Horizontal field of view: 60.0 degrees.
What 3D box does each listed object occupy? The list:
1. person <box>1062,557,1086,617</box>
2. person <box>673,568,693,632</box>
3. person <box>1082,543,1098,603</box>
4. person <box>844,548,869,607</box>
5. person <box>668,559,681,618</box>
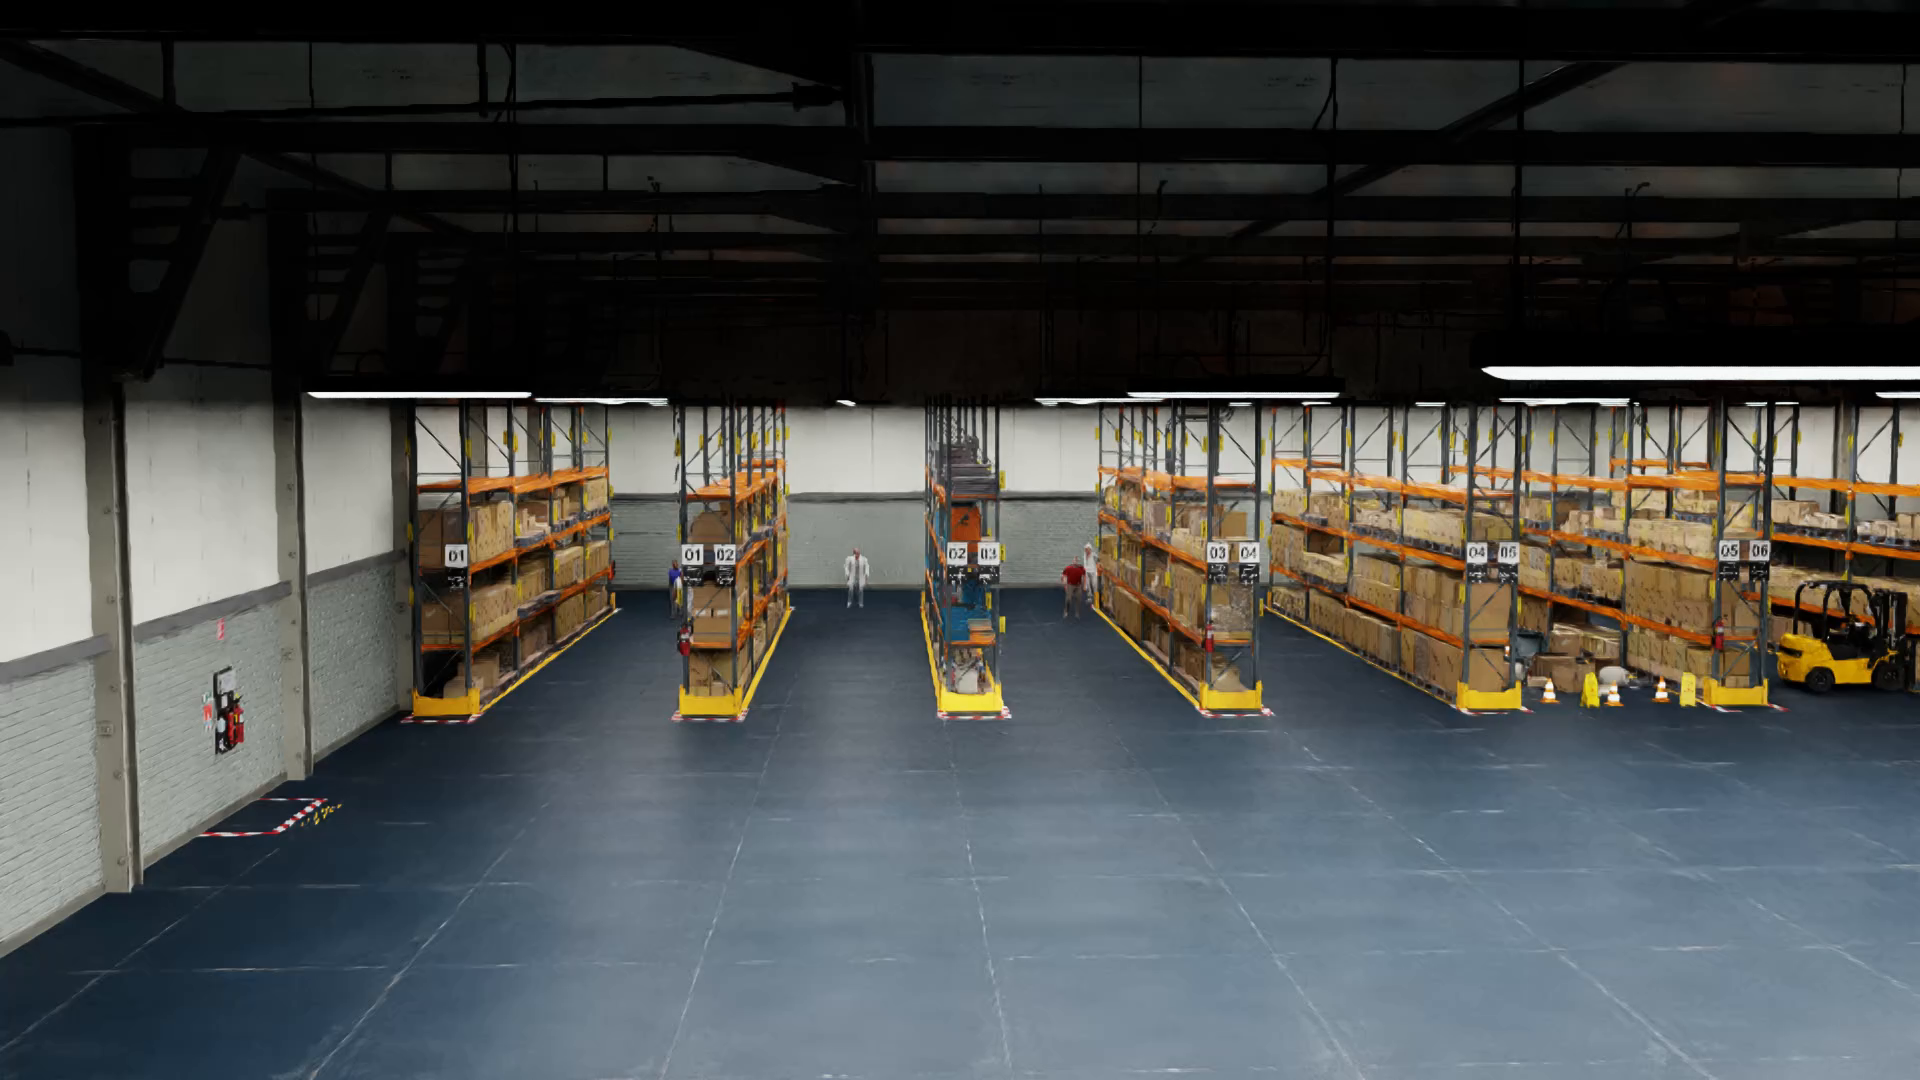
[{"bbox_3d":[3.133,1.286,45.659,0.682,1.675,0.535,0,5,-4],"label":"person"},{"bbox_3d":[-7.027,1.510,42.400,0.566,1.704,1.122,0,5,0],"label":"person"},{"bbox_3d":[3.889,0.972,49.008,0.584,1.773,0.576,3,5,32],"label":"person"},{"bbox_3d":[-2.992,1.076,48.021,0.729,1.721,0.546,0,5,-4],"label":"person"},{"bbox_3d":[-7.777,1.319,45.628,0.461,1.588,0.999,0,5,-4],"label":"person"}]
